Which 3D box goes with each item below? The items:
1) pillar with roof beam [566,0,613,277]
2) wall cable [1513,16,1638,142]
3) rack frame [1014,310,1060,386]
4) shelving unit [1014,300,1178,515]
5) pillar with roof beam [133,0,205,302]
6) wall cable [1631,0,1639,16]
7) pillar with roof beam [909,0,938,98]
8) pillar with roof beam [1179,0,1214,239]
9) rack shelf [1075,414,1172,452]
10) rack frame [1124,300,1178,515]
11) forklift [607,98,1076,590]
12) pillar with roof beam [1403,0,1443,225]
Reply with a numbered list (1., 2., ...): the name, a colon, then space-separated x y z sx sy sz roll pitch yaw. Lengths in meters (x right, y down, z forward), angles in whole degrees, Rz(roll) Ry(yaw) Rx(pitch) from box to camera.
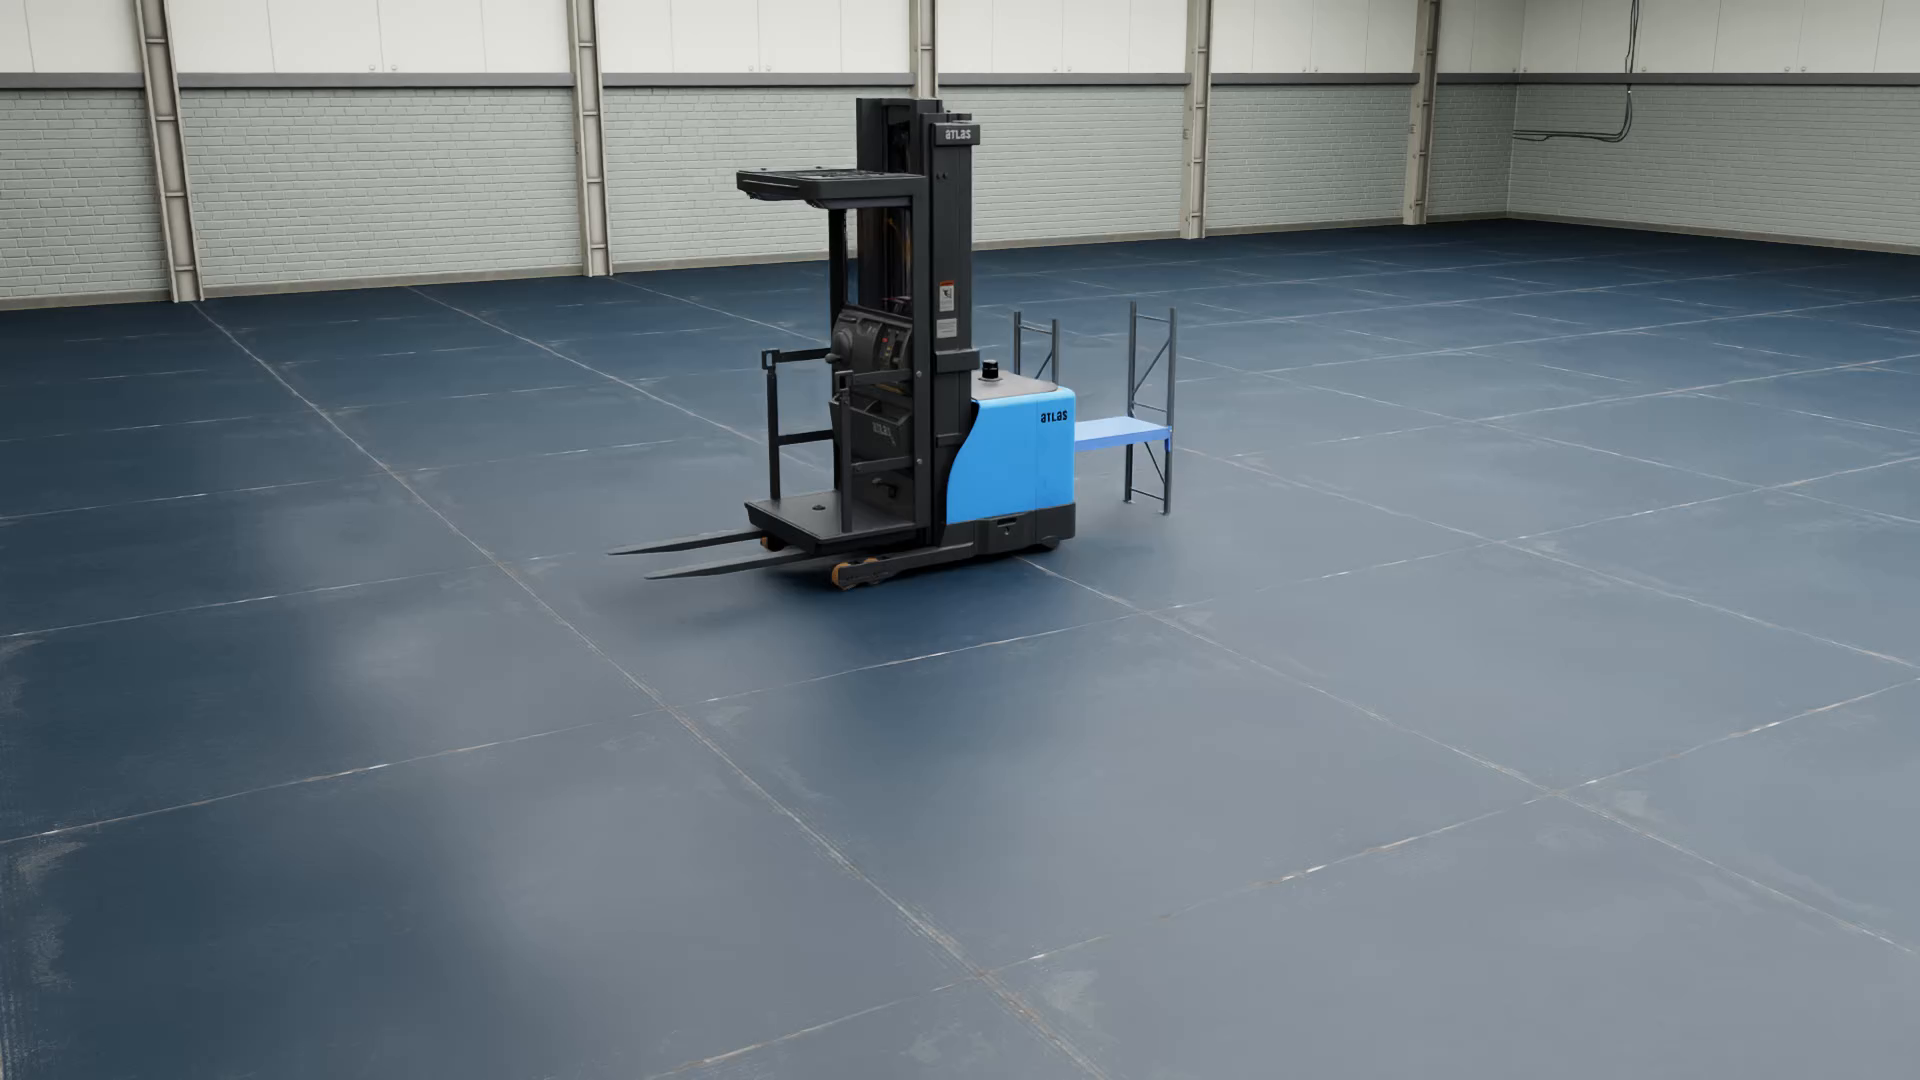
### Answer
1. pillar with roof beam: -3.549 -7.558 21.701 0.400 9.000 9.100 -9 18 -30
2. wall cable: 12.870 -9.665 34.968 0.112 2.526 3.097 -9 18 -30
3. rack frame: 0.521 -0.812 11.528 0.032 1.500 0.500 -10 18 -31
4. shelving unit: 0.950 -0.886 11.790 1.048 1.500 0.538 -10 18 -31
5. pillar with roof beam: -8.692 -6.724 18.725 0.400 9.000 9.100 -9 18 -30
6. wall cable: 14.263 -11.471 32.054 0.112 2.526 3.097 -9 18 -30
7. pillar with roof beam: 1.595 -8.392 24.676 0.400 9.000 9.100 -9 18 -30
8. pillar with roof beam: 6.738 -9.226 27.651 0.400 9.000 9.100 -9 18 -30
9. rack shelf: 0.950 -0.712 11.839 1.000 0.185 0.538 -10 18 -31
10. rack frame: 1.379 -0.959 12.053 0.032 1.500 0.500 -10 18 -31
11. forklift: -0.739 -1.266 10.494 3.031 2.935 1.130 -10 18 -31
12. pillar with roof beam: 11.881 -10.060 30.627 0.400 9.000 9.100 -9 18 -30
